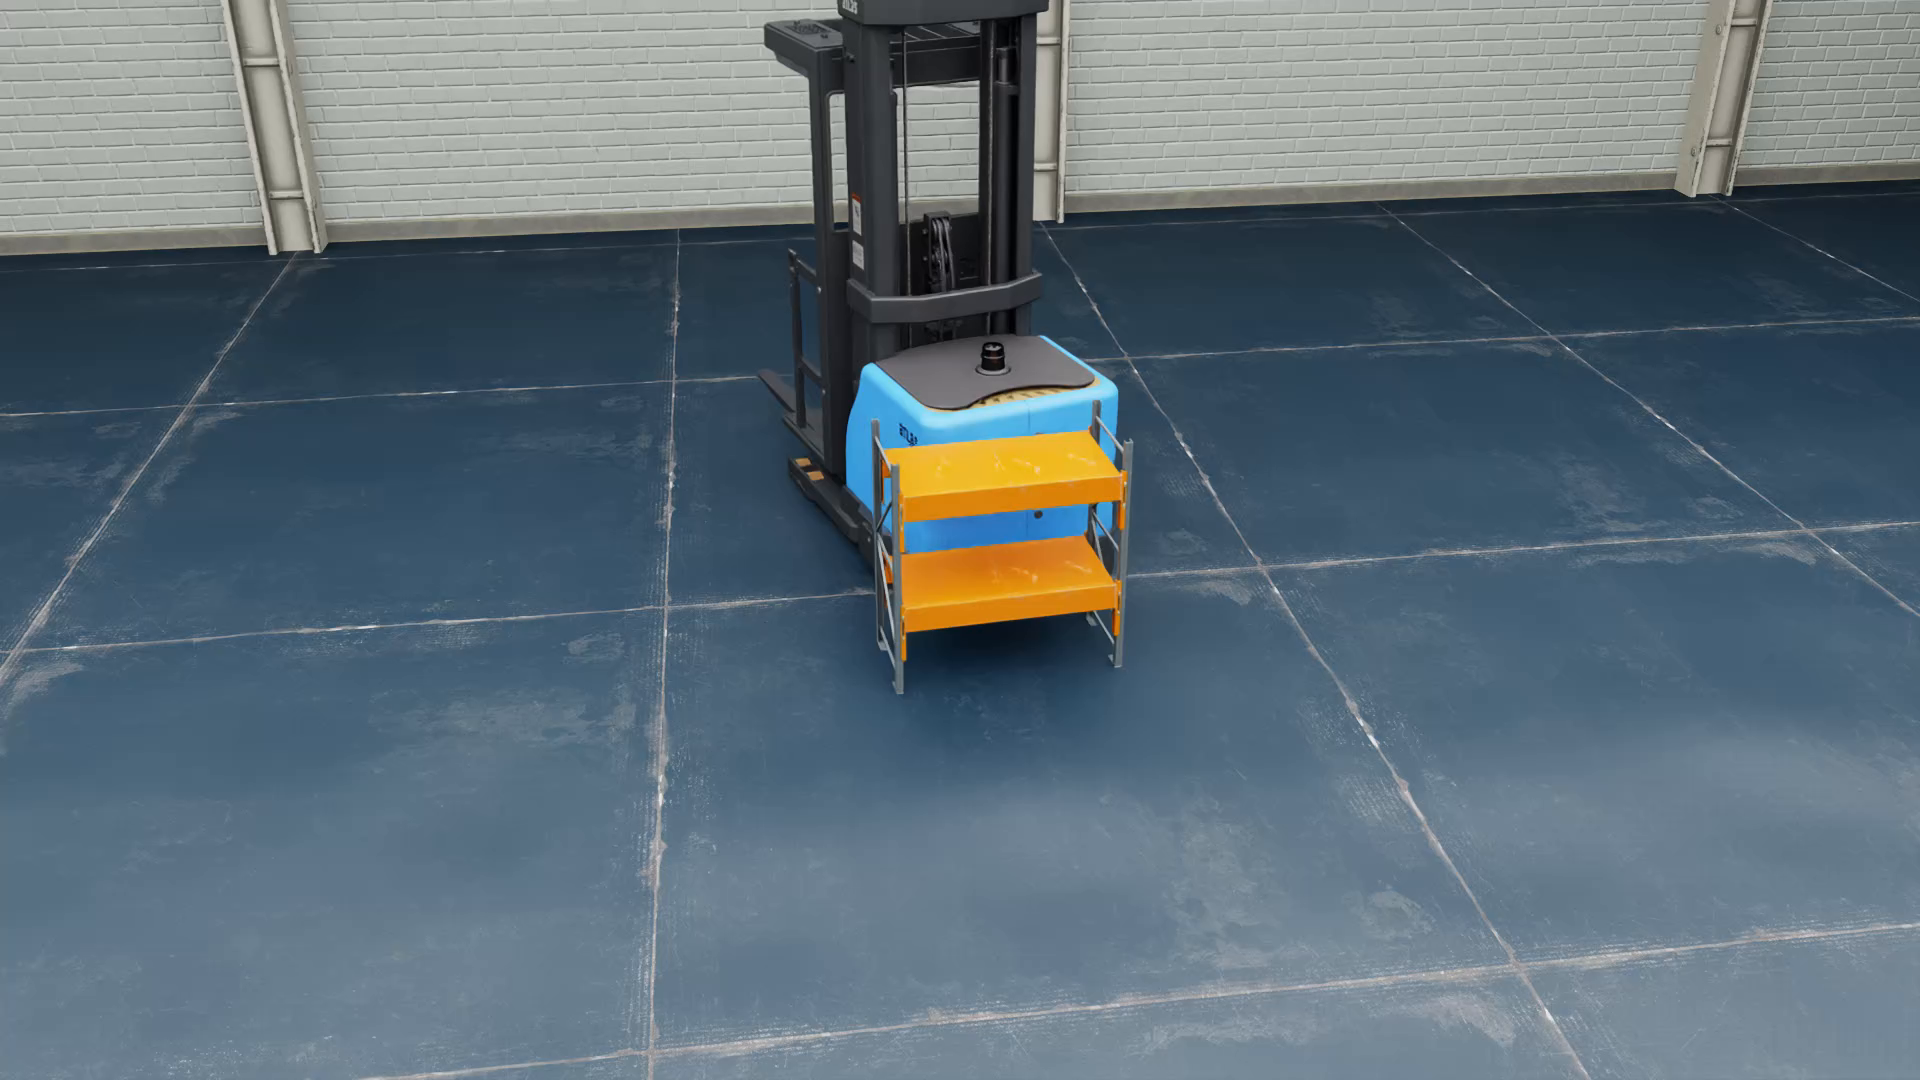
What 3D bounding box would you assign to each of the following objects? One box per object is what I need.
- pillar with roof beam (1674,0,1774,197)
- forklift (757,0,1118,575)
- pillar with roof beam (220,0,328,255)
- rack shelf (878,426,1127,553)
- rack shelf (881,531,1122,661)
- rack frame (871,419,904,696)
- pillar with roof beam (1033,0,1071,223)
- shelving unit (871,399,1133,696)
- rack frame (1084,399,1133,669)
[{"bbox_3d":[7.198,-5.157,8.944,0.400,9.000,9.100,-4,27,-7],"label":"pillar with roof beam"},{"bbox_3d":[-0.314,-1.594,8.646,1.130,2.935,3.031,-12,29,-22],"label":"forklift"},{"bbox_3d":[-4.685,-4.394,7.456,0.400,9.000,9.100,-4,27,-7],"label":"pillar with roof beam"},{"bbox_3d":[0.174,-0.233,7.331,1.000,0.278,0.538,-6,28,-12],"label":"rack shelf"},{"bbox_3d":[0.174,0.245,7.576,1.000,0.278,0.538,-6,28,-12],"label":"rack shelf"},{"bbox_3d":[-0.321,0.080,7.362,0.032,1.125,0.500,-6,28,-12],"label":"rack frame"},{"bbox_3d":[1.256,-4.776,8.200,0.400,9.000,9.100,-4,27,-7],"label":"pillar with roof beam"},{"bbox_3d":[0.174,0.027,7.464,1.048,1.125,0.538,-6,28,-12],"label":"shelving unit"},{"bbox_3d":[0.669,-0.026,7.567,0.032,1.125,0.500,-6,28,-12],"label":"rack frame"}]
